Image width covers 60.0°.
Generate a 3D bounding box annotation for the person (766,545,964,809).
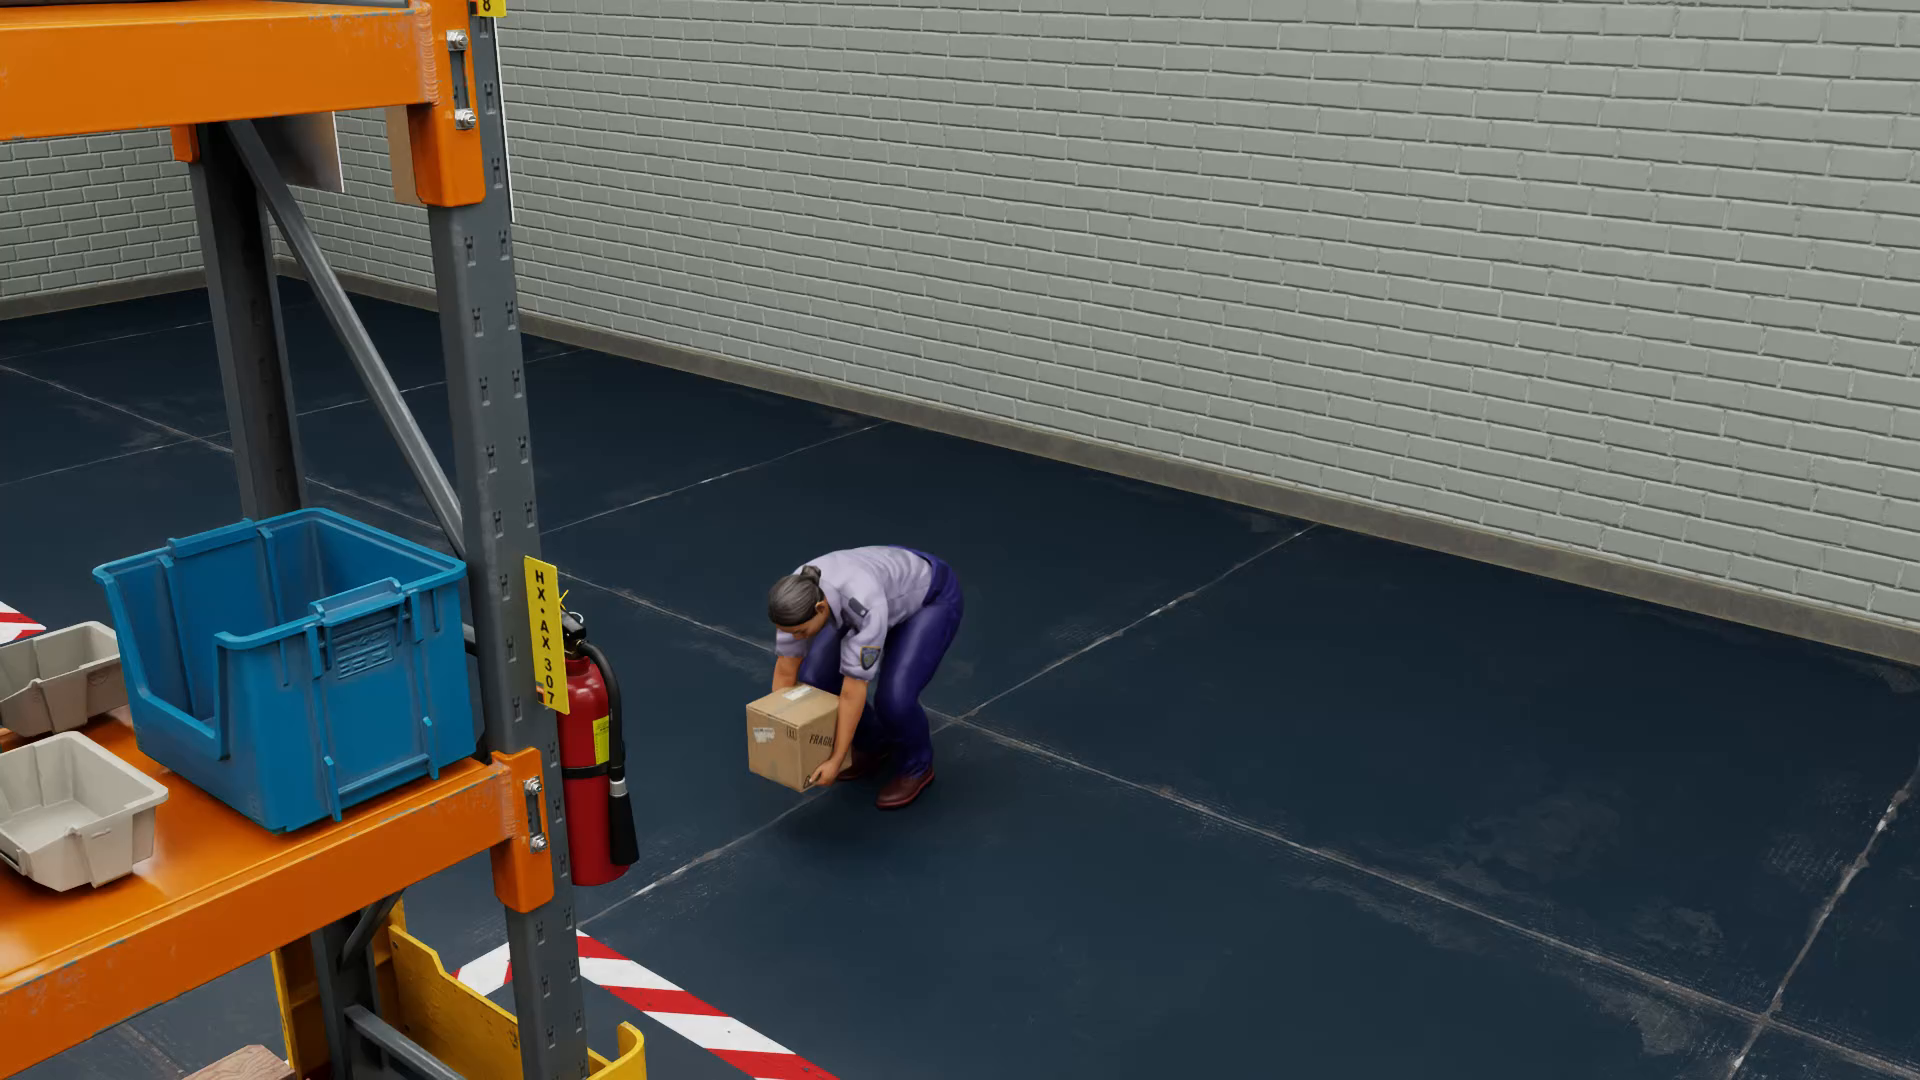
[{"bbox_3d":[-0.355,0.460,5.830,0.507,0.975,0.891,14,25,34],"label":"person"}]
